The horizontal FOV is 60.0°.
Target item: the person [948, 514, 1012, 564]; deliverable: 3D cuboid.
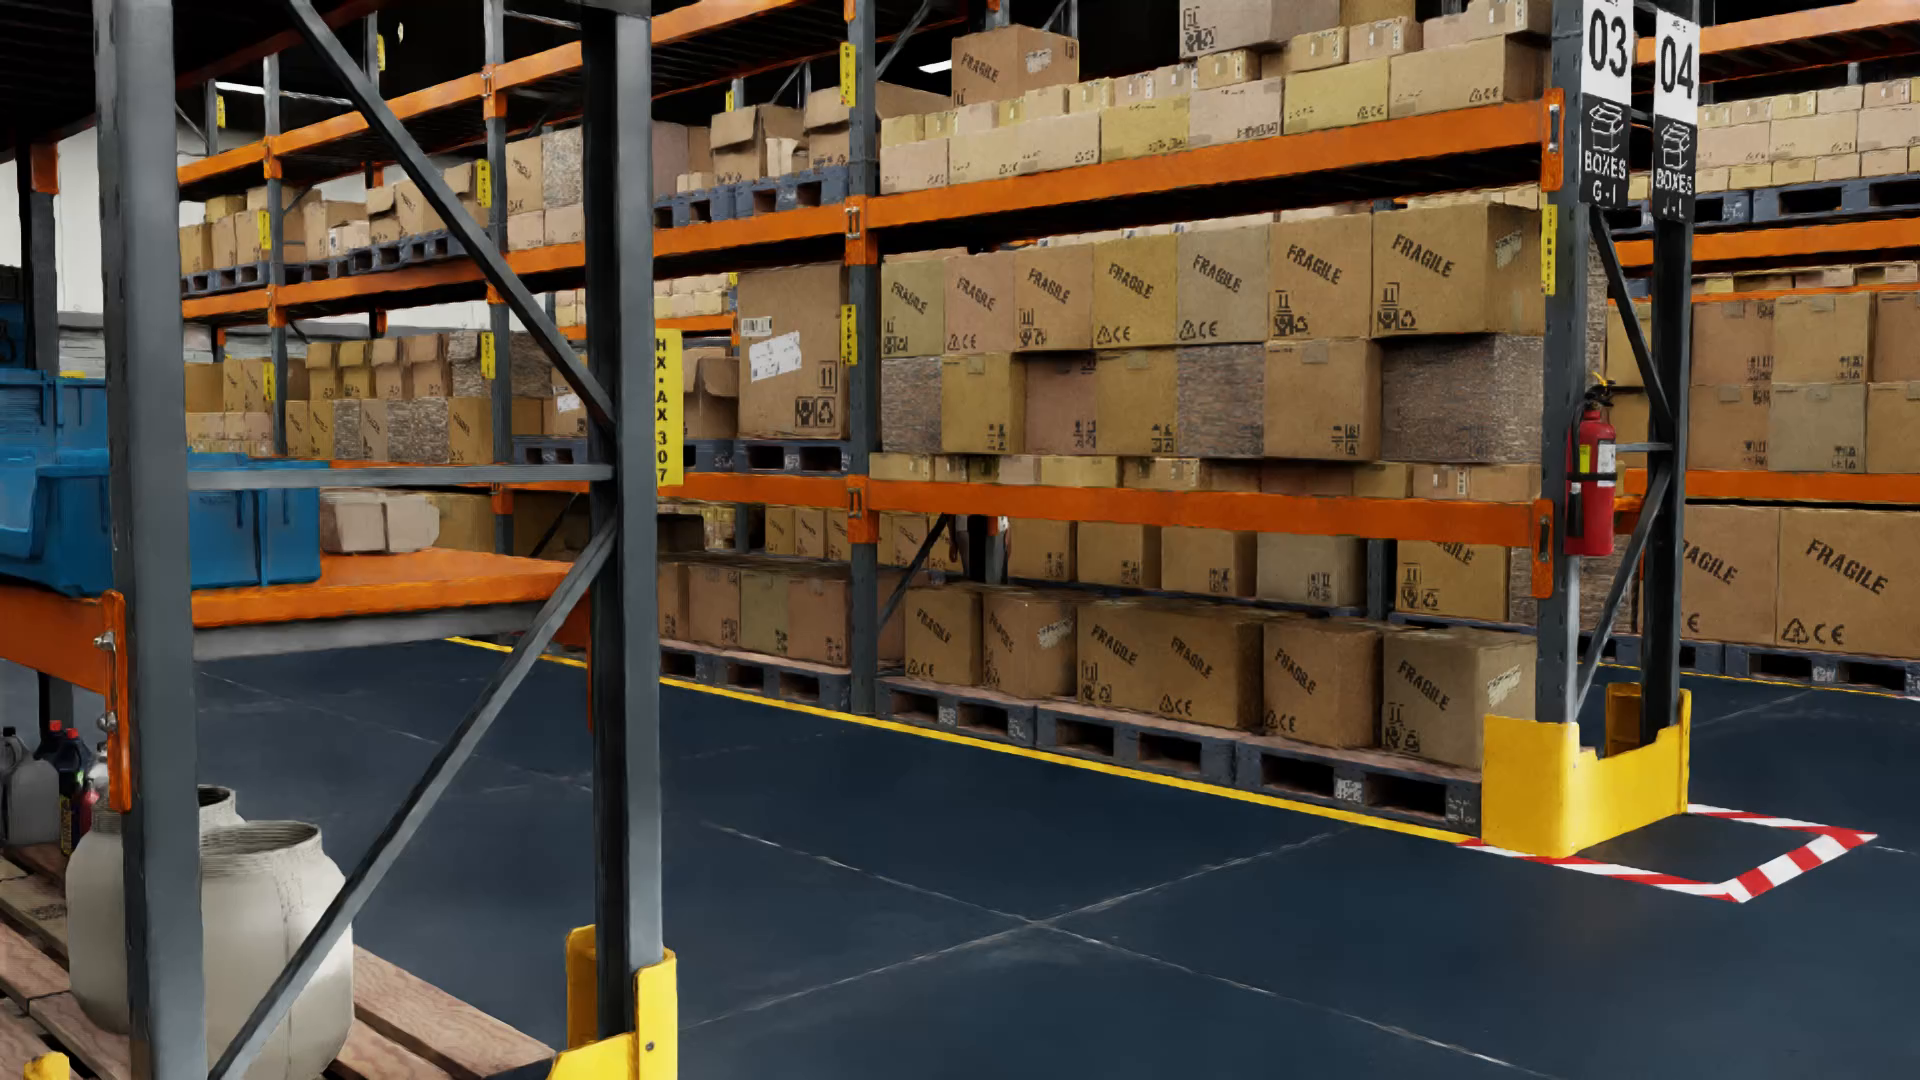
[{"bbox_3d":[0.132,-0.040,11.519,0.442,1.647,0.893,-3,5,-34],"label":"person"}]
